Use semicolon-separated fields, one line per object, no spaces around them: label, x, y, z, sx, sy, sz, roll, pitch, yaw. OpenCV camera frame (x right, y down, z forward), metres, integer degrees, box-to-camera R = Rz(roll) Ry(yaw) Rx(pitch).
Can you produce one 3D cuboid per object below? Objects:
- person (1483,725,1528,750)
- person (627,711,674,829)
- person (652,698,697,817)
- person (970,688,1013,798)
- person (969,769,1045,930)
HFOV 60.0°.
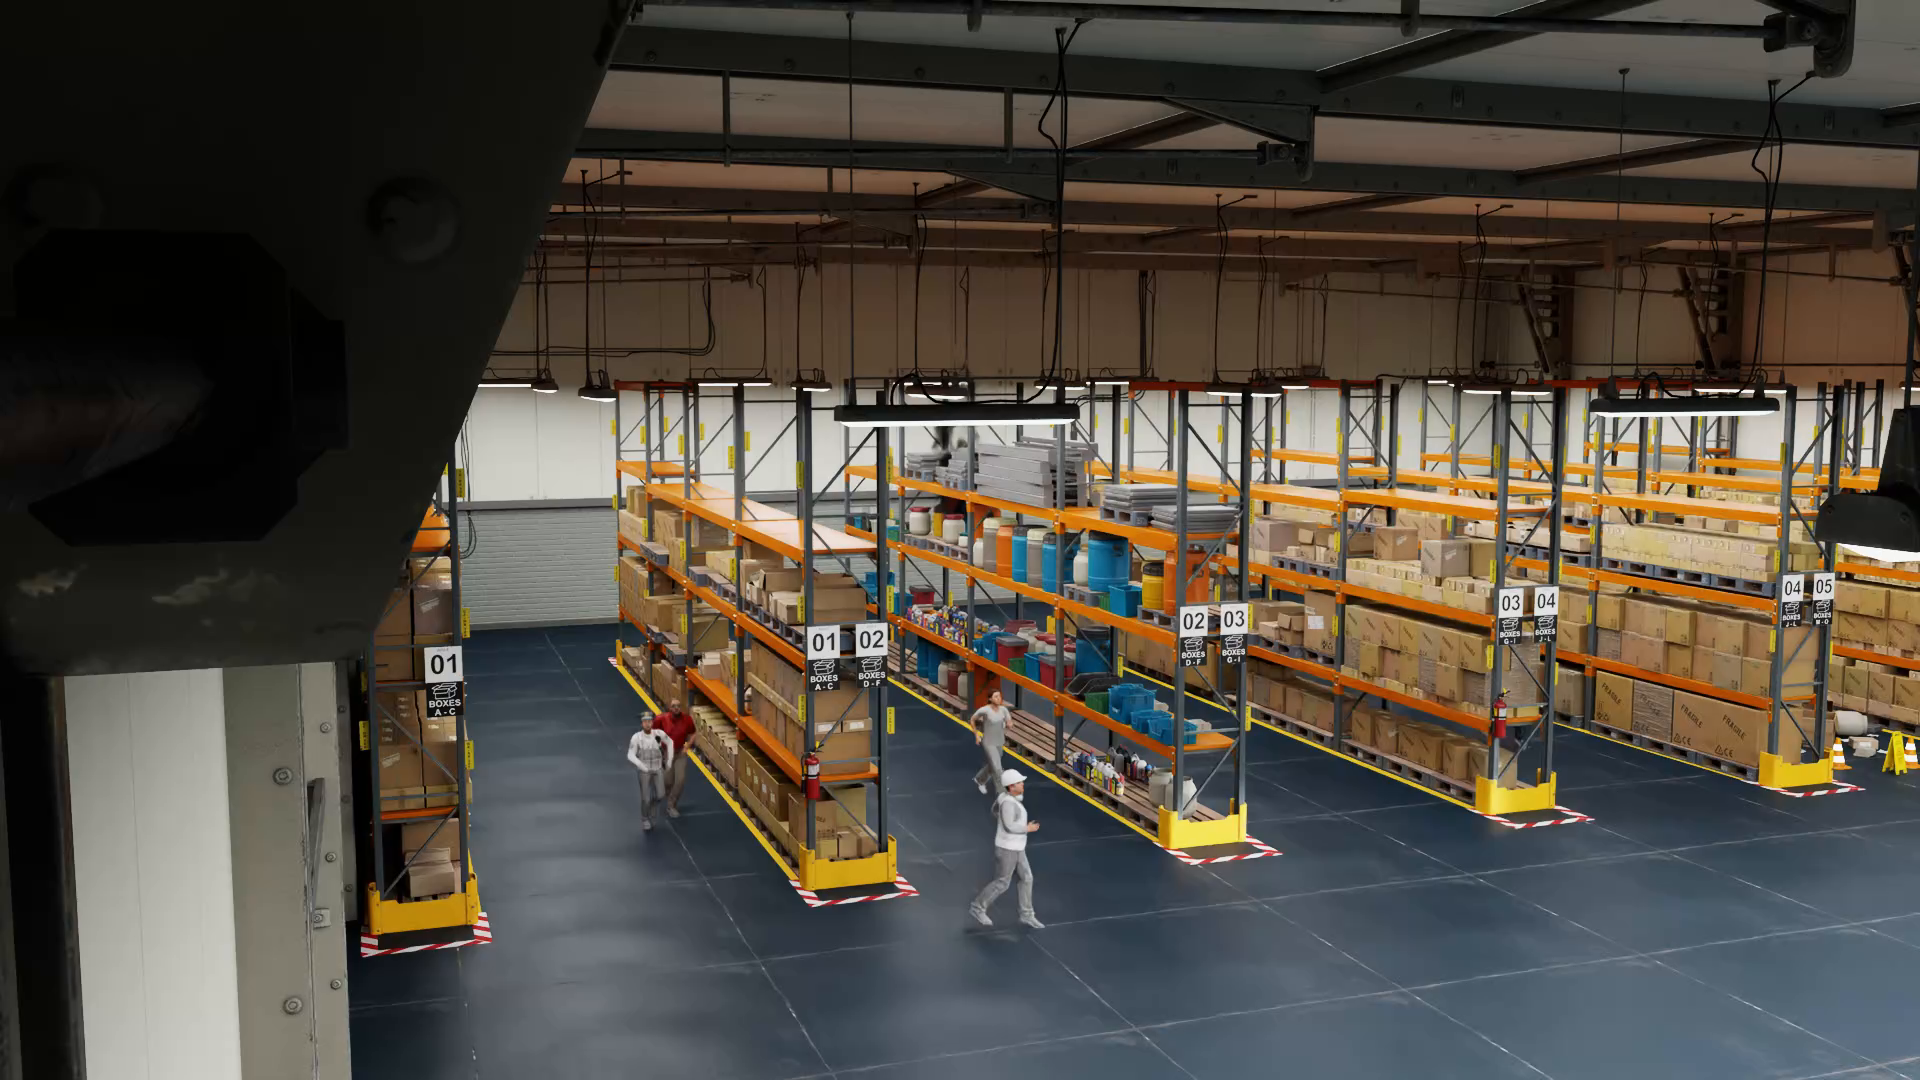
person;9.103;2.623;27.586;0.549;1.629;0.850;-3;7;-29
person;-4.181;3.126;22.563;0.651;1.654;0.627;-2;6;-18
person;-4.059;3.043;23.454;0.700;1.690;0.712;-2;6;-19
person;0.470;2.940;23.945;0.561;1.660;0.969;-4;7;-34
person;0.537;3.474;18.698;0.849;1.819;0.673;1;6;7
